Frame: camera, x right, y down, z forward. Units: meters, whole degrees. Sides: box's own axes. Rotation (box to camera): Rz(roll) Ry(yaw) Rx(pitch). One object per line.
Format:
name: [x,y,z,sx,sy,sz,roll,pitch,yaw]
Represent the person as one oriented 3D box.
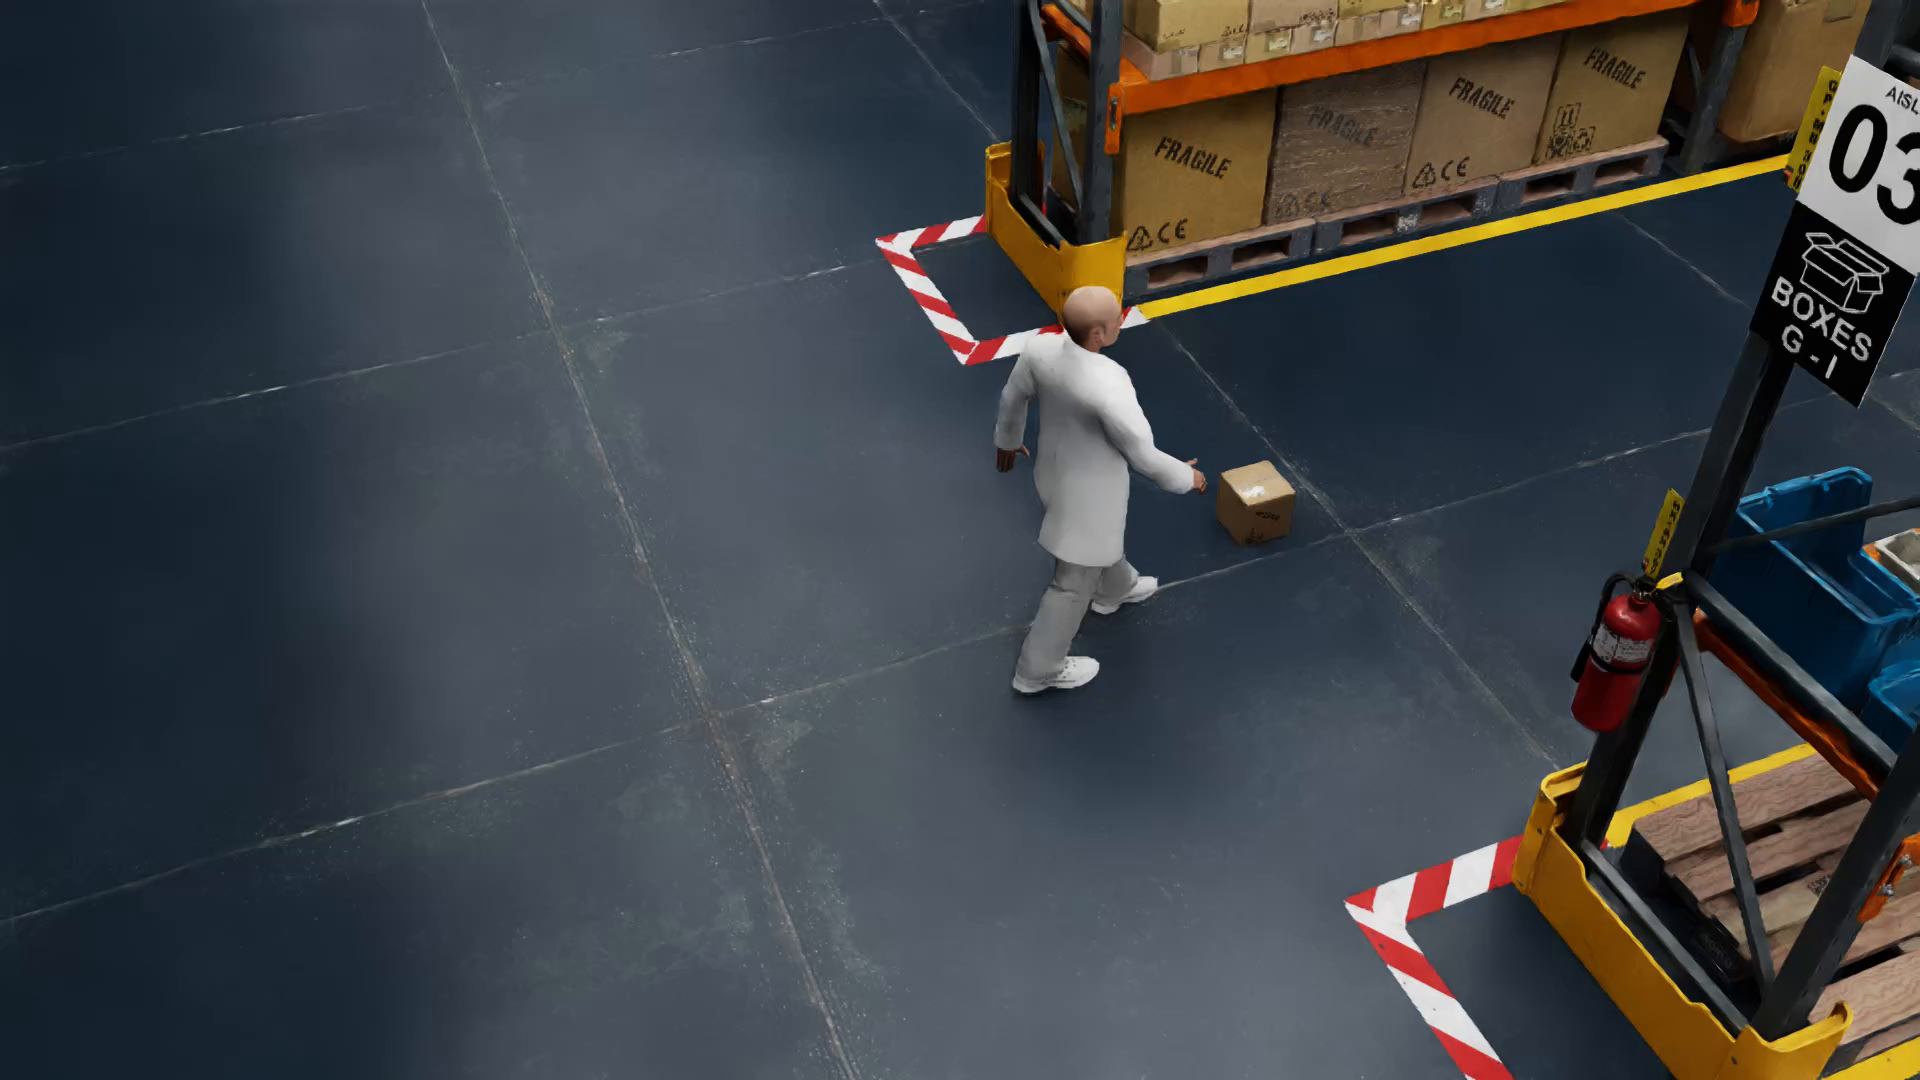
person: [0.529,-0.260,6.487,0.913,1.772,0.777,-25,47,-26]
